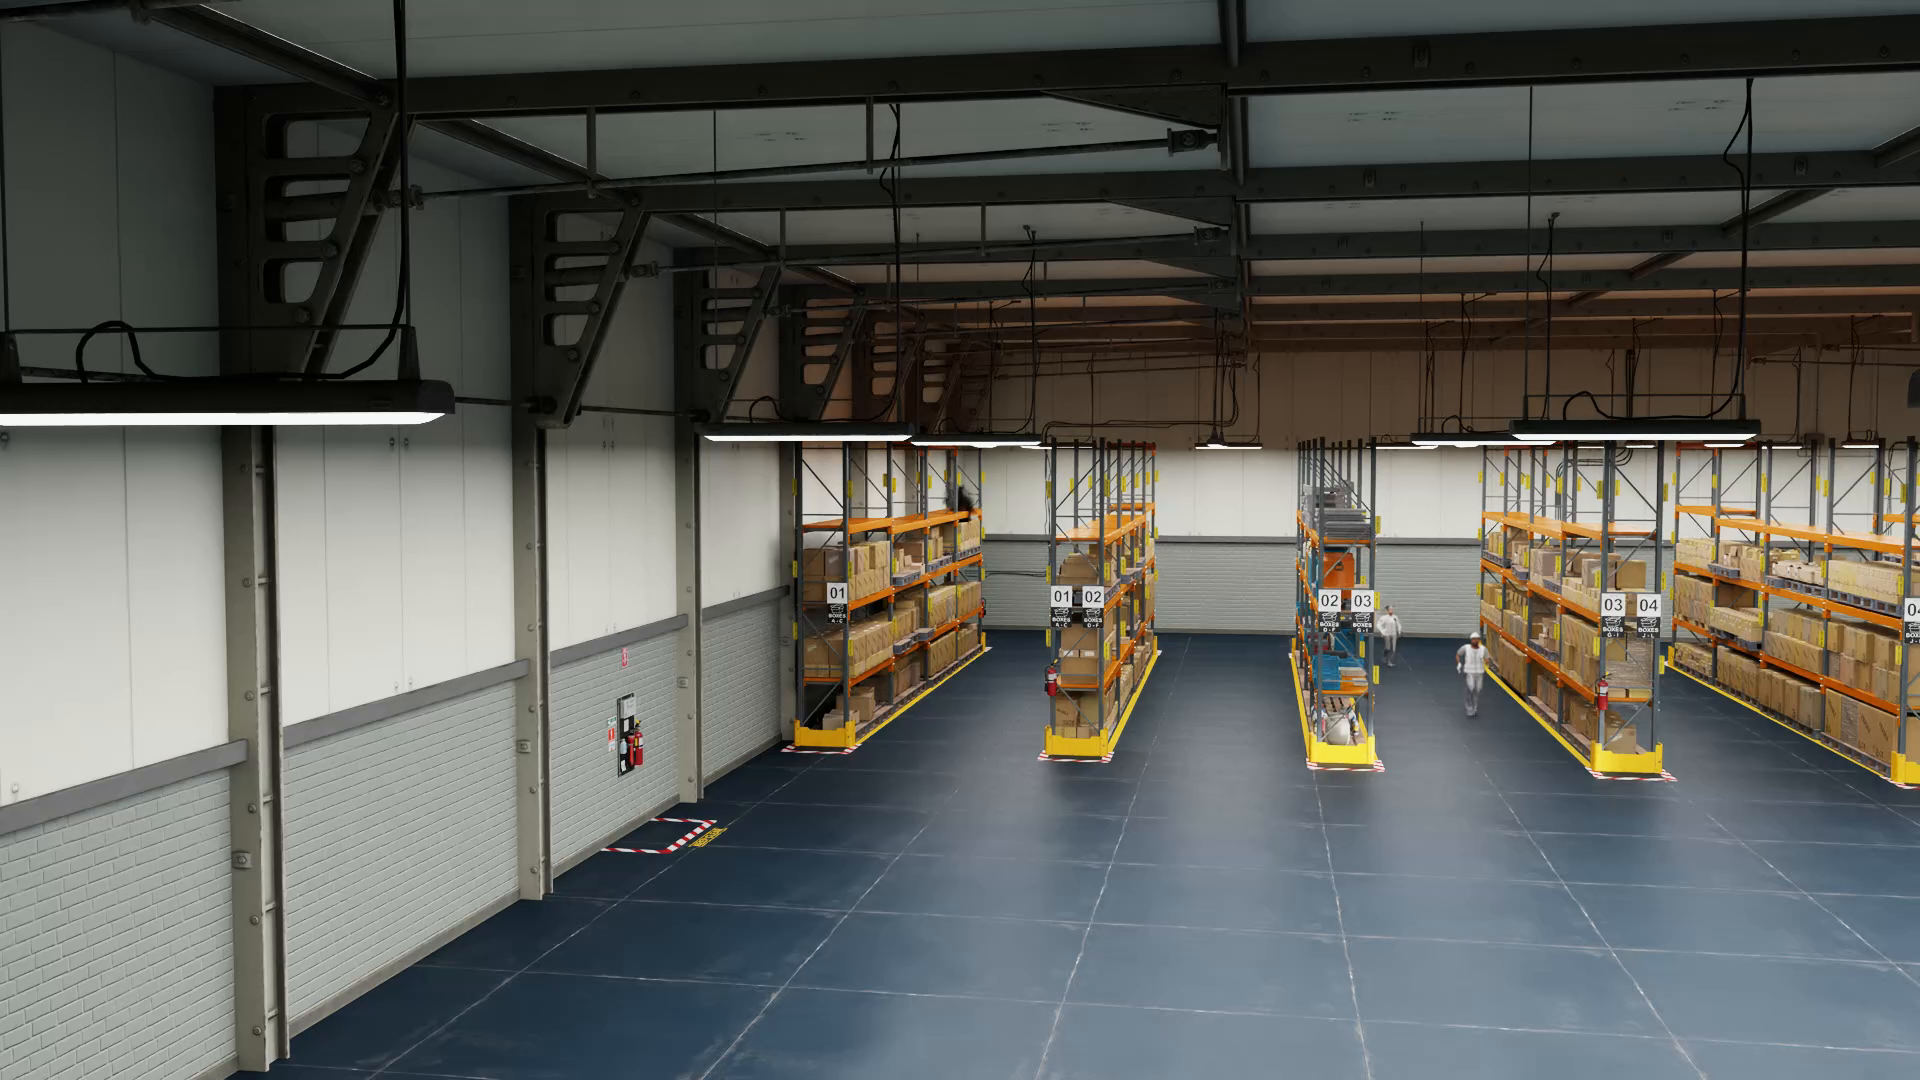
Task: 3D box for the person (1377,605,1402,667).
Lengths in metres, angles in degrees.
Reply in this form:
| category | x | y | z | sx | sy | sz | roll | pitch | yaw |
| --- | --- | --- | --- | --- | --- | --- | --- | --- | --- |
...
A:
| category | x | y | z | sx | sy | sz | roll | pitch | yaw |
| --- | --- | --- | --- | --- | --- | --- | --- | --- | --- |
| person | 11.490 | 2.555 | 44.390 | 0.655 | 1.650 | 0.557 | 0 | 3 | -3 |

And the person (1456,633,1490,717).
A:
| category | x | y | z | sx | sy | sz | roll | pitch | yaw |
| --- | --- | --- | --- | --- | --- | --- | --- | --- | --- |
| person | 11.158 | 2.926 | 36.091 | 0.660 | 1.837 | 0.761 | 0 | 3 | 1 |

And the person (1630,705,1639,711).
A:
| category | x | y | z | sx | sy | sz | roll | pitch | yaw |
| --- | --- | --- | --- | --- | --- | --- | --- | --- | --- |
| person | 14.986 | 2.942 | 36.680 | 0.588 | 1.681 | 0.641 | 0 | 3 | 2 |
